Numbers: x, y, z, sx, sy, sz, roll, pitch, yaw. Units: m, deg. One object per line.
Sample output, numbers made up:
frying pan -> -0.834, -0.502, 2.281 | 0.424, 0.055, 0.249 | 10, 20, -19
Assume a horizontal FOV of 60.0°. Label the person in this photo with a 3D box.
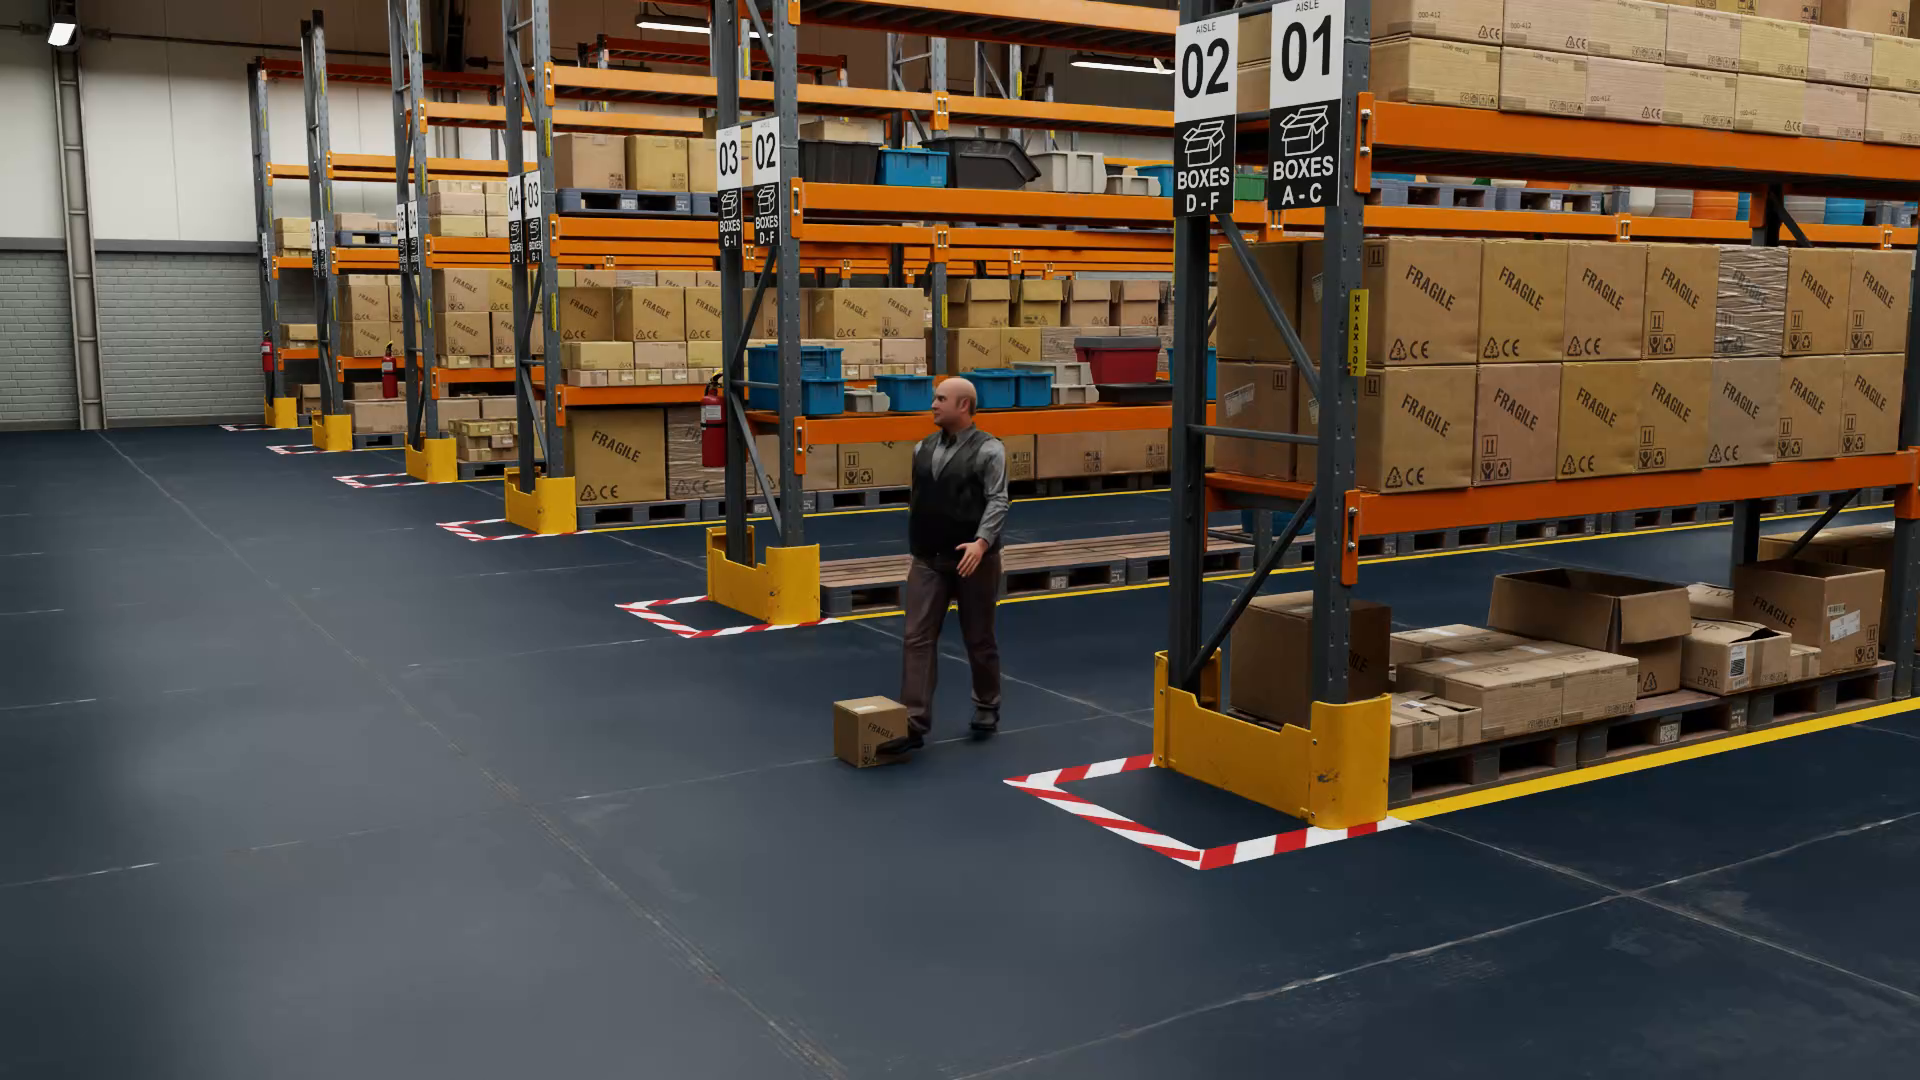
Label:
person -> -0.067, 0.102, 7.639 | 0.578, 1.674, 0.902 | 4, 9, 27
